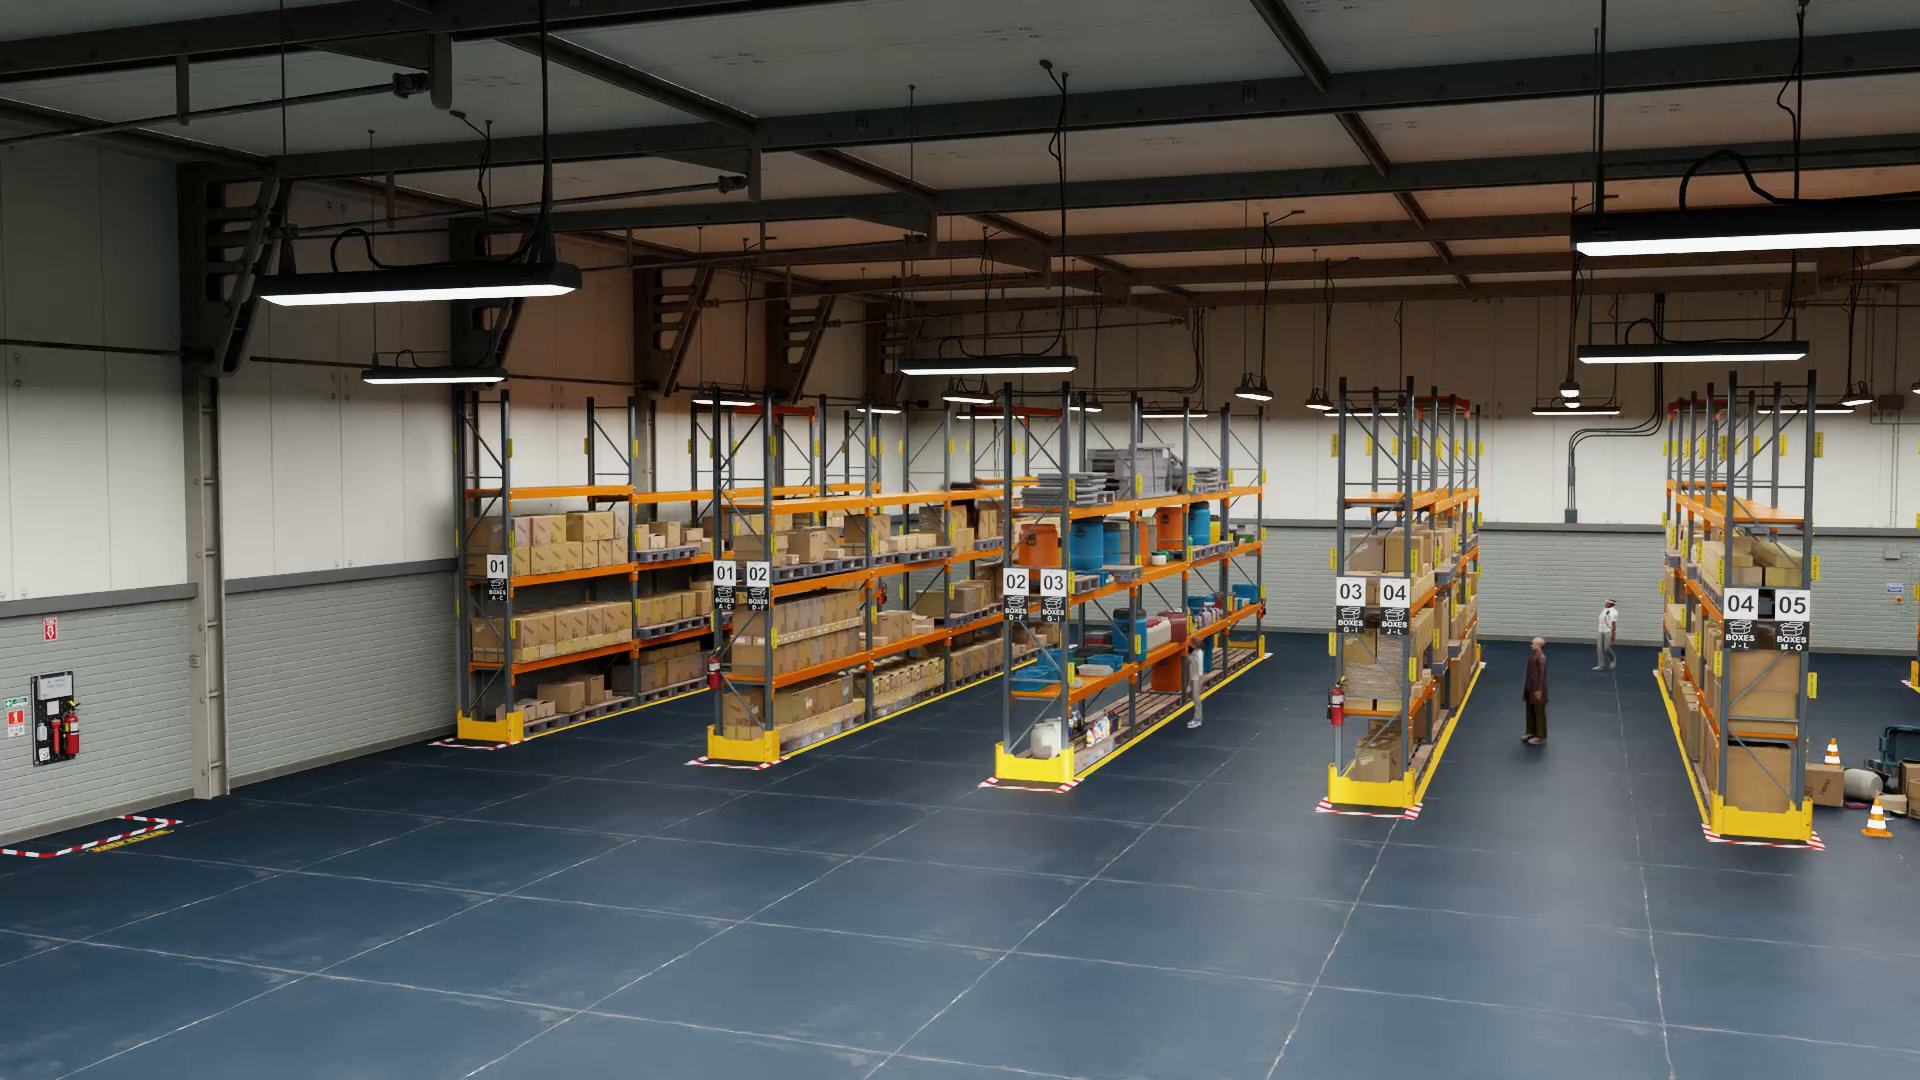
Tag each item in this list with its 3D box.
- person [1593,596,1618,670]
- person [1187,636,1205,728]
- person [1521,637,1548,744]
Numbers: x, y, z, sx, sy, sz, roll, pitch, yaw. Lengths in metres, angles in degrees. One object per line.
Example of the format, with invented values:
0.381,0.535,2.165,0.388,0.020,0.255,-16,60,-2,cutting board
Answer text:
14.543,2.100,37.352,0.458,1.670,0.499,-2,4,-31,person
4.243,2.552,30.030,0.374,1.611,0.518,0,3,-4,person
9.776,2.546,28.277,0.419,1.788,0.608,0,3,-9,person
